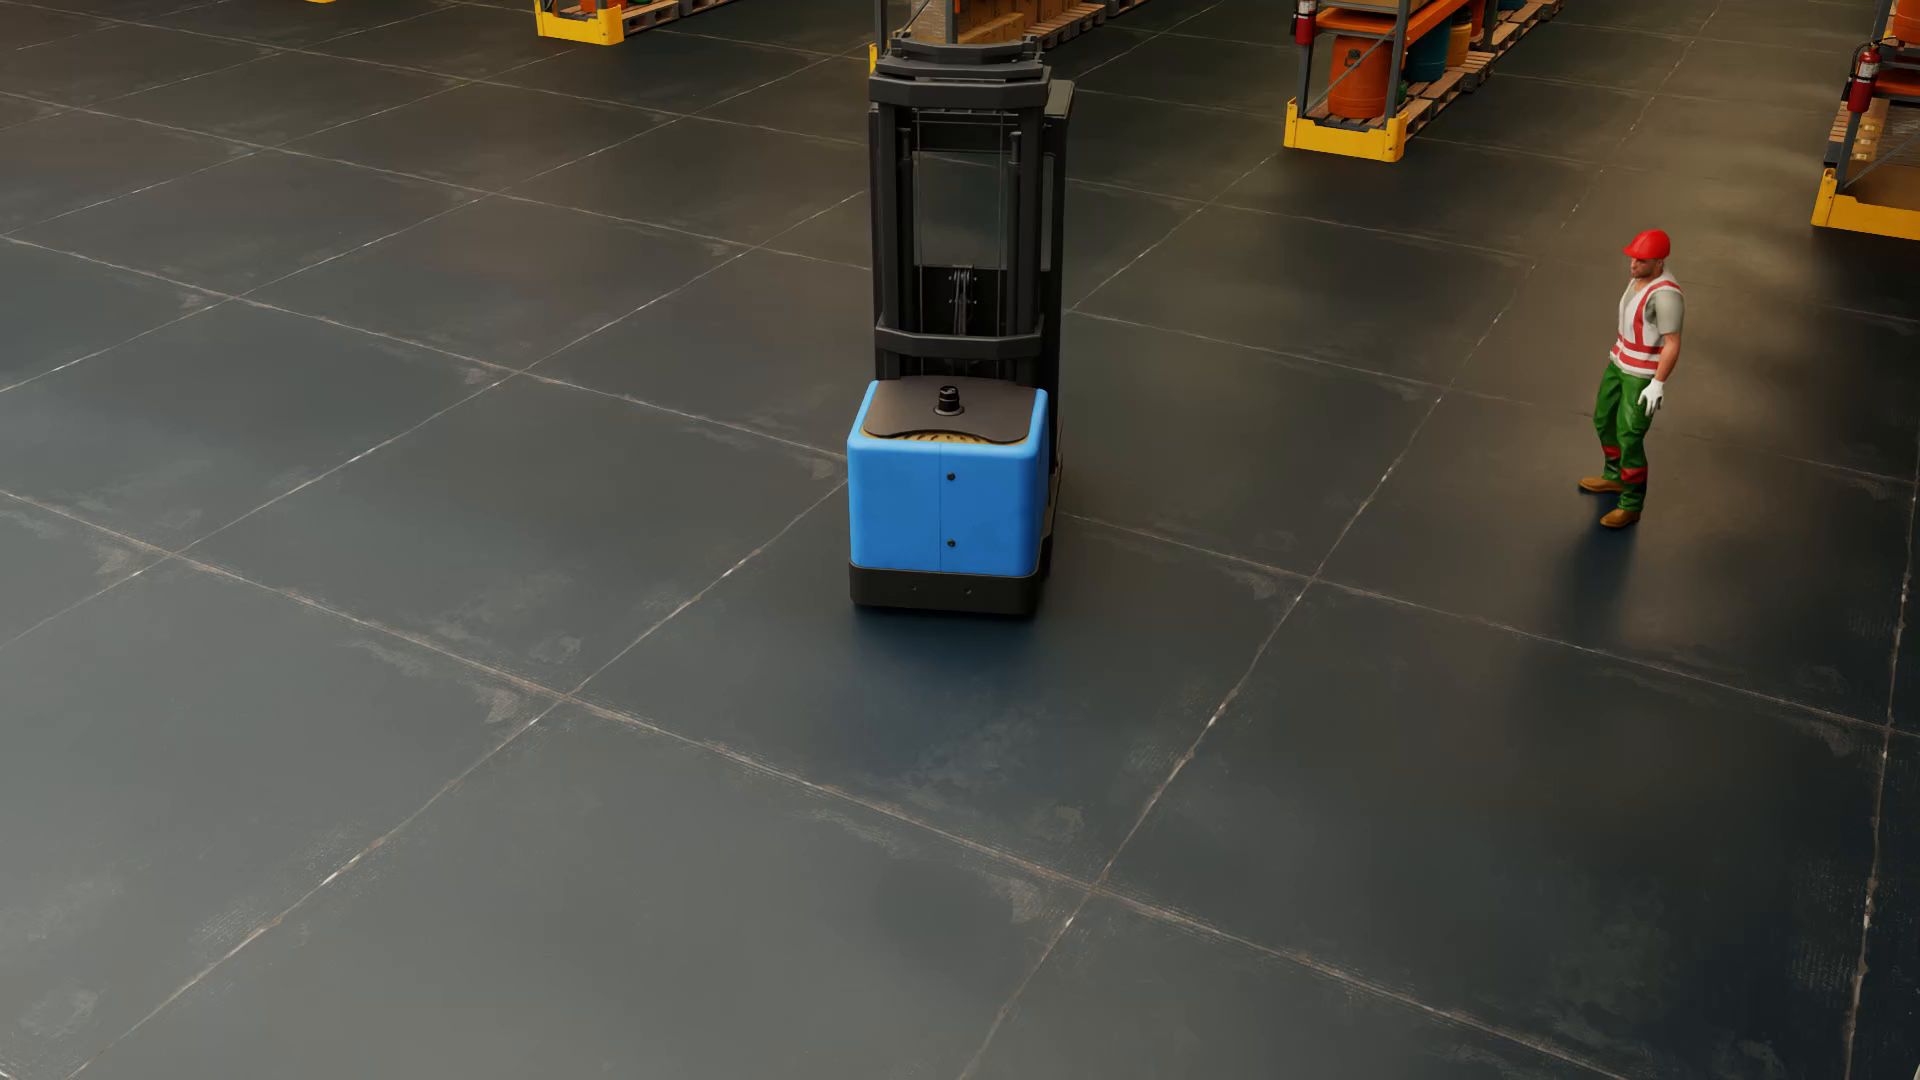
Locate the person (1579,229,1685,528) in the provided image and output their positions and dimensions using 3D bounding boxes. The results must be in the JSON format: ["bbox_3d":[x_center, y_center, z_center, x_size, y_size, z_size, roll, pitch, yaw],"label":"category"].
[{"bbox_3d":[4.054,-1.027,10.029,0.420,1.755,0.818,-2,30,-4],"label":"person"}]

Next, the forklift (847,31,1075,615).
[{"bbox_3d":[0.072,-1.572,9.794,1.130,2.935,3.031,3,30,6],"label":"forklift"}]
